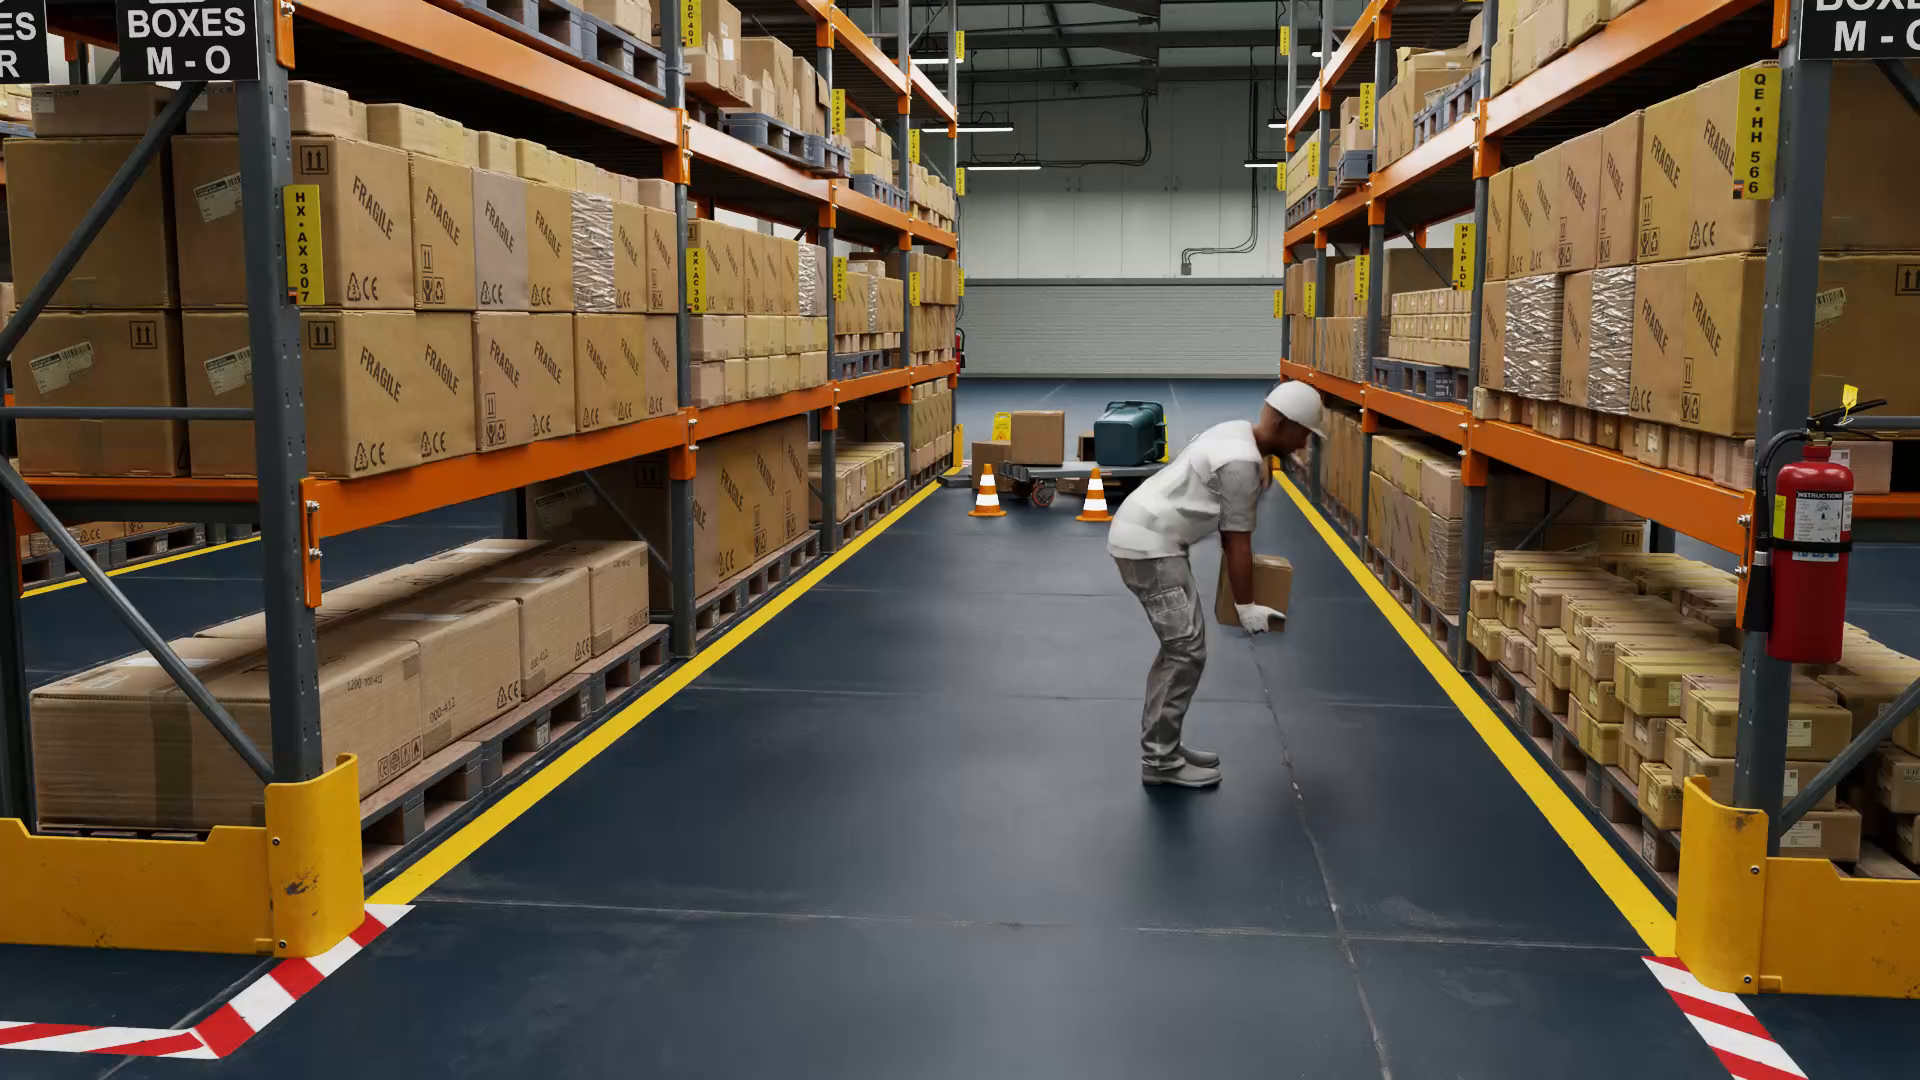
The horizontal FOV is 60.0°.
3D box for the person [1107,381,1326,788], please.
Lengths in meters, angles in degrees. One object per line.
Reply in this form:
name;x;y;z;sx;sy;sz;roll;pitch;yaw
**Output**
person;0.978;0.159;6.417;0.823;1.543;0.473;1;8;5
